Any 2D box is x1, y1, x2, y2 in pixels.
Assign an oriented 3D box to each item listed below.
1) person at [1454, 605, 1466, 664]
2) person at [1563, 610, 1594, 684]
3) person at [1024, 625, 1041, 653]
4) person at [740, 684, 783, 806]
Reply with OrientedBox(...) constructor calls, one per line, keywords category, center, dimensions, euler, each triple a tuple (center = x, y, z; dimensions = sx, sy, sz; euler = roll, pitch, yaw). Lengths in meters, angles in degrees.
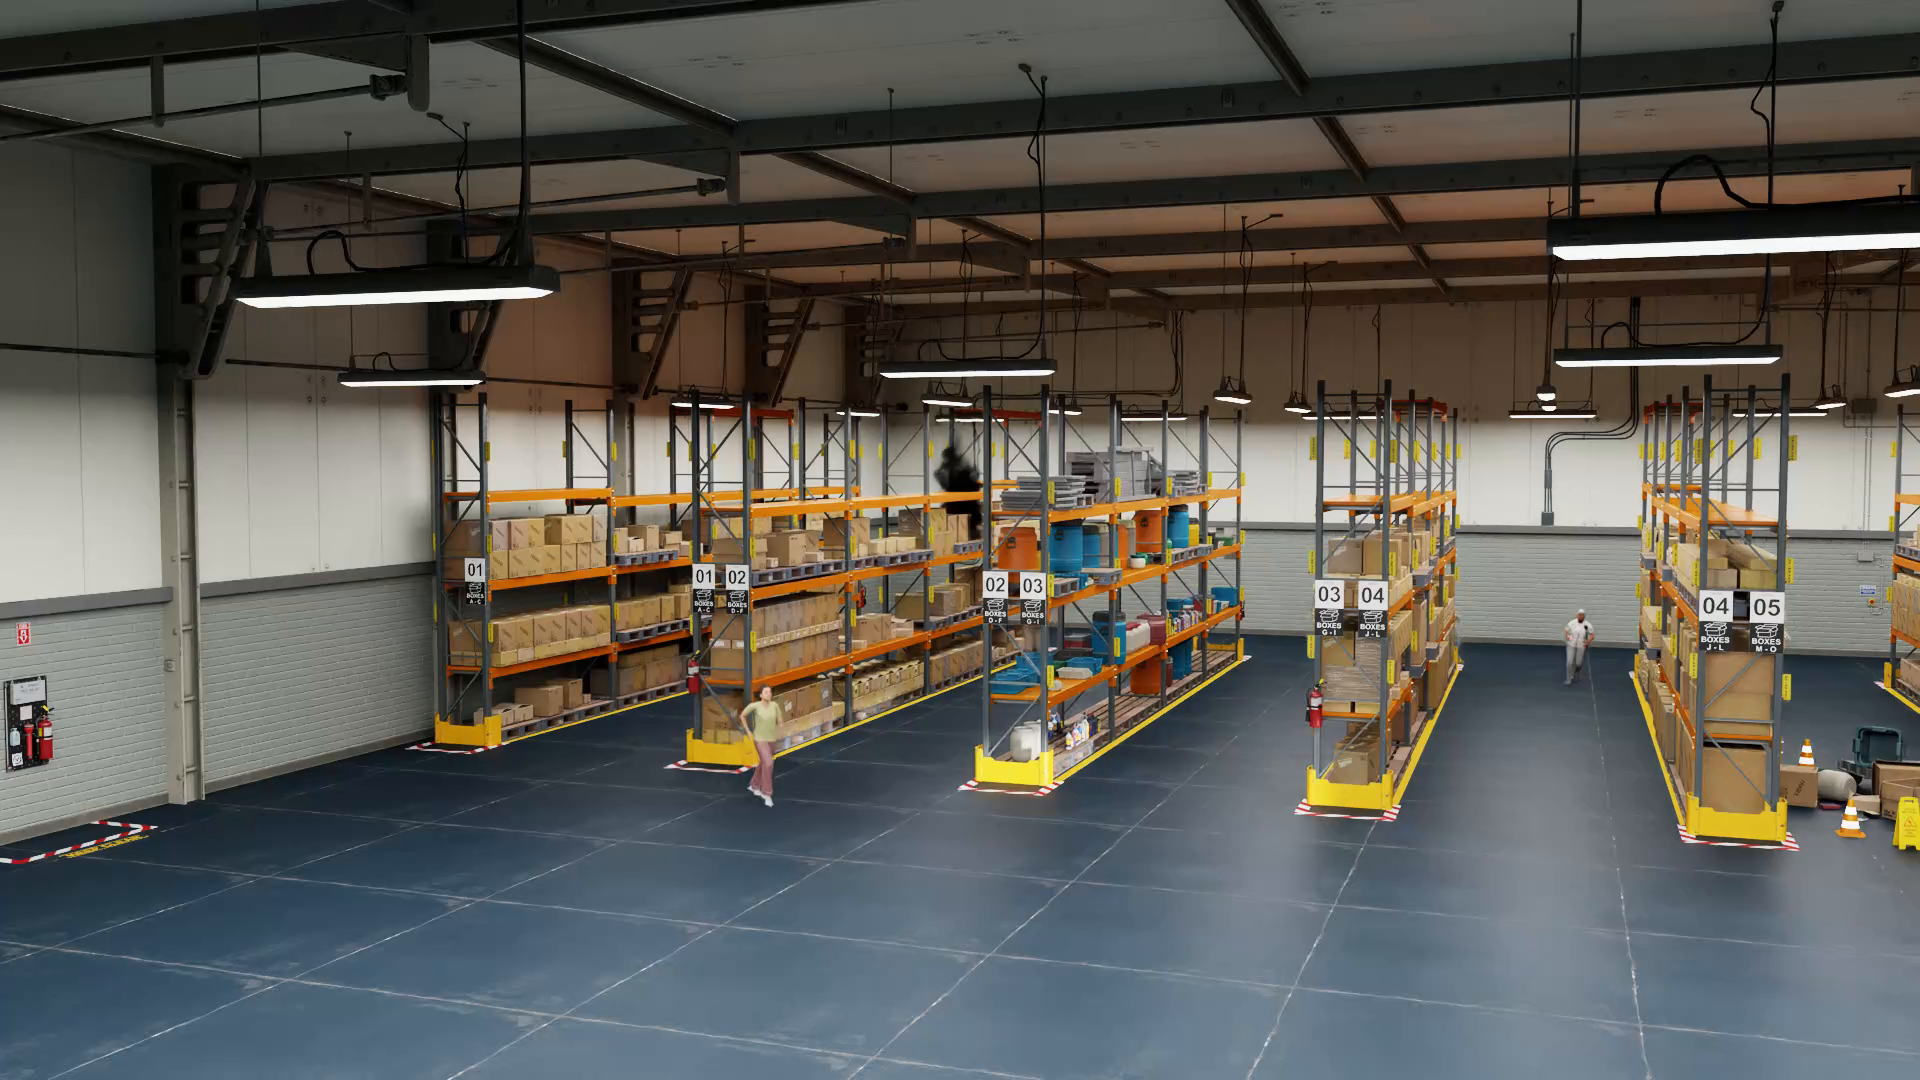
OrientedBox(category="person", center=(11.544, 2.055, 39.451), dimensions=(0.741, 1.758, 0.866), euler=(-3, 4, -42))
OrientedBox(category="person", center=(13.324, 2.299, 35.834), dimensions=(0.630, 1.612, 0.593), euler=(1, 3, 25))
OrientedBox(category="person", center=(1.598, 2.014, 35.372), dimensions=(0.644, 1.862, 0.764), euler=(1, 3, 15))
OrientedBox(category="person", center=(-2.804, 2.922, 23.787), dimensions=(0.558, 1.698, 0.744), euler=(-3, 4, -43))
